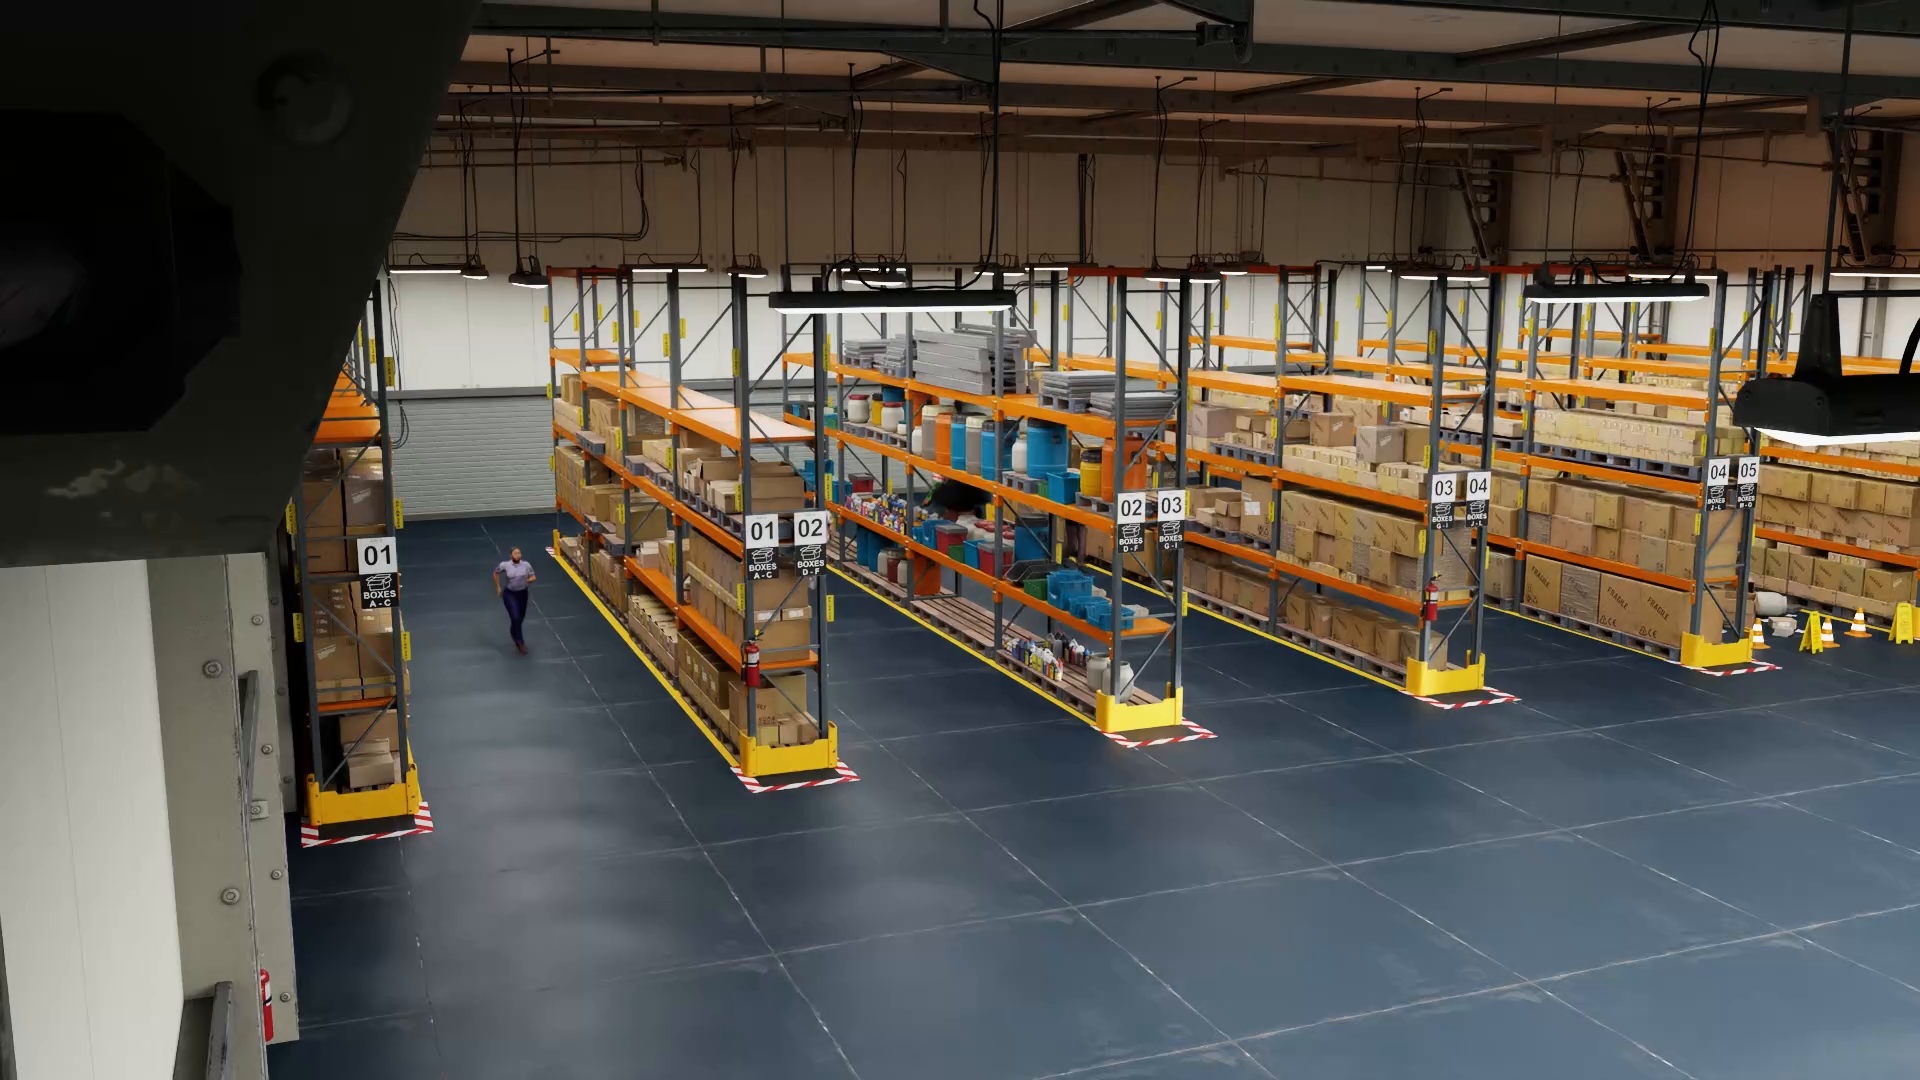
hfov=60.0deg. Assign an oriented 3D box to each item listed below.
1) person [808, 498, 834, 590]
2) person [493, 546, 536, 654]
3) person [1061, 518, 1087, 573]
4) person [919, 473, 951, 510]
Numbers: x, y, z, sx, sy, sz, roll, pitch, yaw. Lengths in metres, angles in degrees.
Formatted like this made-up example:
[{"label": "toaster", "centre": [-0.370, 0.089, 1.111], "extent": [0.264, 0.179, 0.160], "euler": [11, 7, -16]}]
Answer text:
[{"label": "person", "centre": [-2.544, 0.060, 30.037], "extent": [0.581, 1.722, 0.633], "euler": [-4, 11, -21]}, {"label": "person", "centre": [-7.085, 0.915, 26.553], "extent": [0.591, 1.671, 0.908], "euler": [-7, 12, -36]}, {"label": "person", "centre": [2.202, -0.264, 31.587], "extent": [0.650, 1.726, 0.804], "euler": [-4, 11, -24]}, {"label": "person", "centre": [-0.537, -1.320, 39.448], "extent": [1.053, 1.731, 0.703], "euler": [-3, 10, -16]}]
